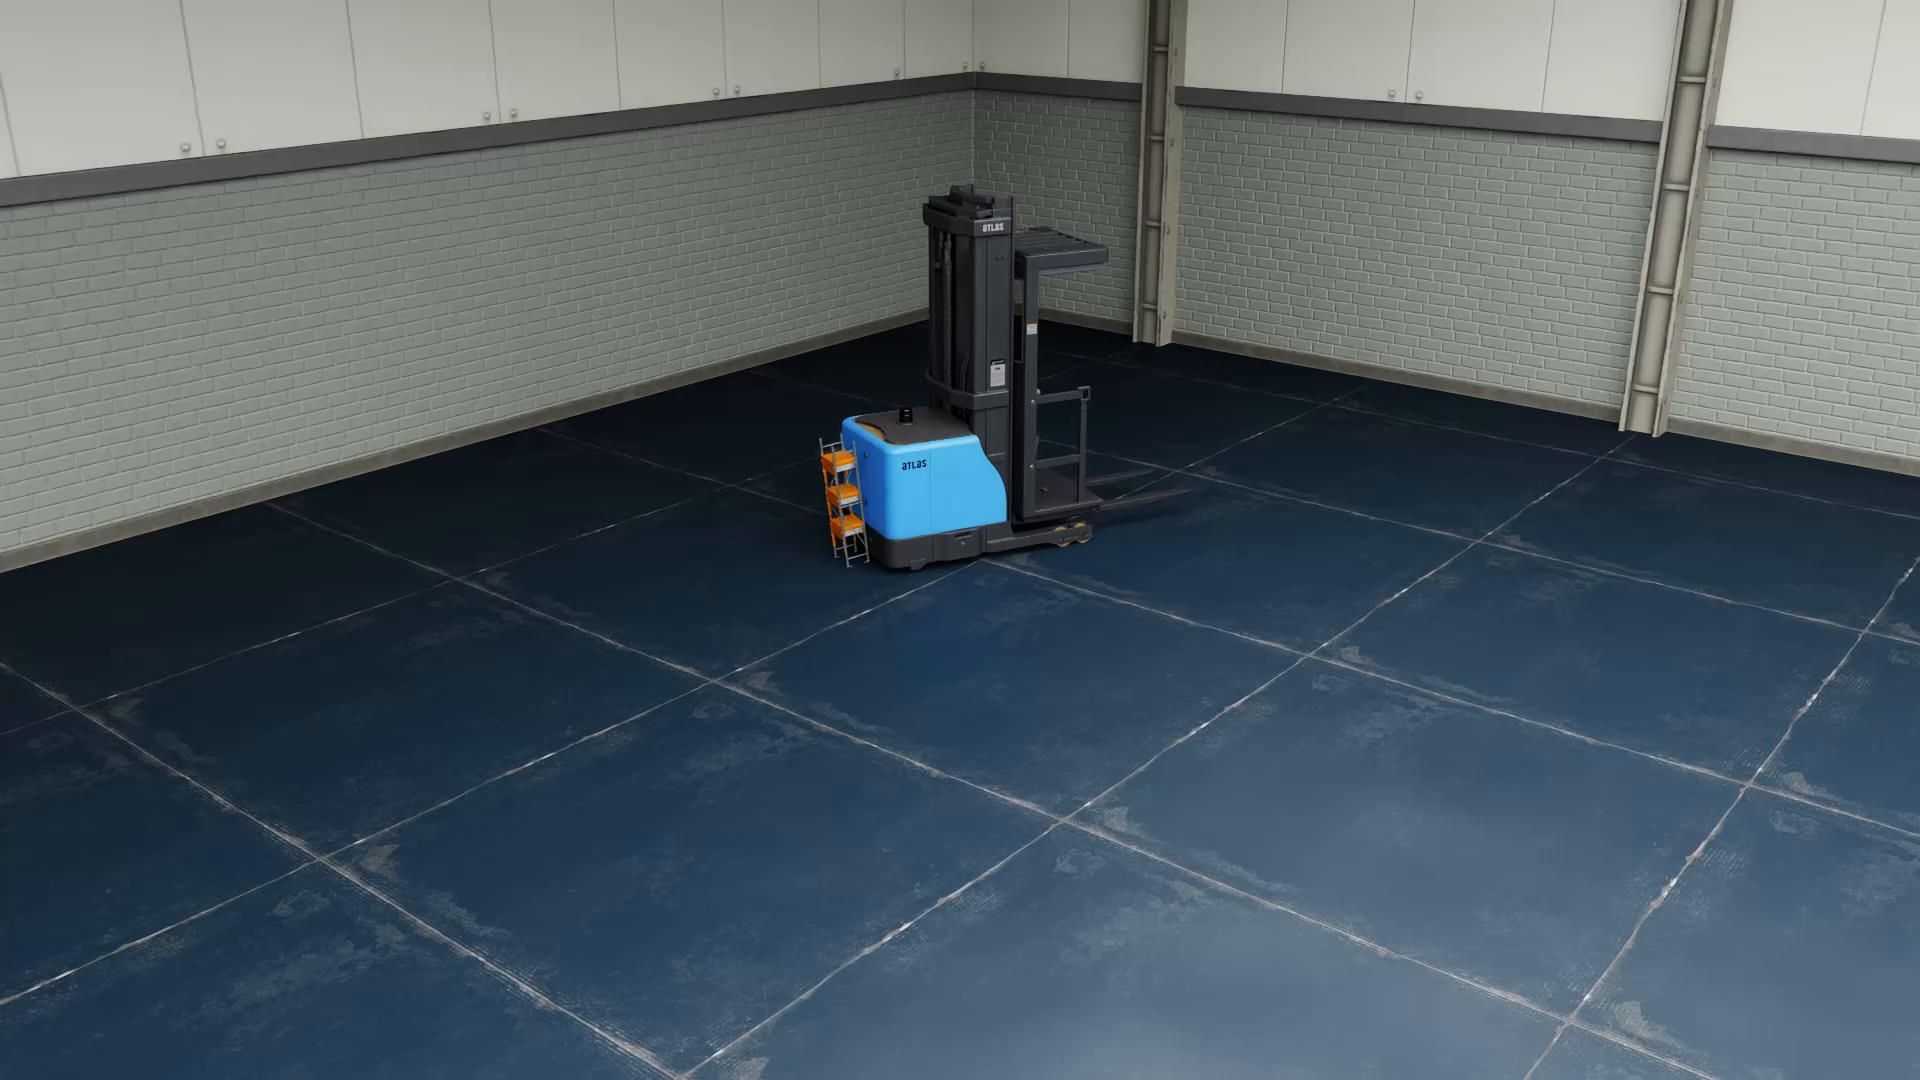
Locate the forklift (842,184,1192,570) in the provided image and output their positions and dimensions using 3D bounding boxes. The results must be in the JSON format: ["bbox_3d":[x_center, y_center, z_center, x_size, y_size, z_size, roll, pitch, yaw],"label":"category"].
[{"bbox_3d":[0.556,-1.470,13.916,3.031,2.935,1.130,-10,23,-25],"label":"forklift"}]

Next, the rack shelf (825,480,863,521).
[{"bbox_3d":[-0.937,-0.310,13.508,0.215,0.259,0.240,-16,25,-23],"label":"rack shelf"}]

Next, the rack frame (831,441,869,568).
[{"bbox_3d":[-0.881,-0.282,13.403,0.200,1.050,0.008,-16,25,-23],"label":"rack frame"}]

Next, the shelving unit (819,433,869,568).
[{"bbox_3d":[-0.938,-0.320,13.504,0.215,1.050,0.252,-16,25,-23],"label":"shelving unit"}]

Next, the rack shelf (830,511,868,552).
[{"bbox_3d":[-0.911,-0.056,13.618,0.215,0.259,0.240,-16,25,-23],"label":"rack shelf"}]

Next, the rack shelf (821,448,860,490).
[{"bbox_3d":[-0.962,-0.570,13.397,0.215,0.259,0.240,-16,25,-23],"label":"rack shelf"}]

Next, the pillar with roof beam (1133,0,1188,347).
[{"bbox_3d":[-0.325,-5.503,16.011,0.400,9.000,9.100,16,26,36],"label":"pillar with roof beam"}]

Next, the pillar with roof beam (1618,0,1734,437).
[{"bbox_3d":[4.324,-4.165,12.461,0.400,9.000,9.100,16,26,36],"label":"pillar with roof beam"}]

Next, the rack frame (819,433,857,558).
[{"bbox_3d":[-0.994,-0.358,13.605,0.200,1.050,0.008,-16,25,-23],"label":"rack frame"}]
